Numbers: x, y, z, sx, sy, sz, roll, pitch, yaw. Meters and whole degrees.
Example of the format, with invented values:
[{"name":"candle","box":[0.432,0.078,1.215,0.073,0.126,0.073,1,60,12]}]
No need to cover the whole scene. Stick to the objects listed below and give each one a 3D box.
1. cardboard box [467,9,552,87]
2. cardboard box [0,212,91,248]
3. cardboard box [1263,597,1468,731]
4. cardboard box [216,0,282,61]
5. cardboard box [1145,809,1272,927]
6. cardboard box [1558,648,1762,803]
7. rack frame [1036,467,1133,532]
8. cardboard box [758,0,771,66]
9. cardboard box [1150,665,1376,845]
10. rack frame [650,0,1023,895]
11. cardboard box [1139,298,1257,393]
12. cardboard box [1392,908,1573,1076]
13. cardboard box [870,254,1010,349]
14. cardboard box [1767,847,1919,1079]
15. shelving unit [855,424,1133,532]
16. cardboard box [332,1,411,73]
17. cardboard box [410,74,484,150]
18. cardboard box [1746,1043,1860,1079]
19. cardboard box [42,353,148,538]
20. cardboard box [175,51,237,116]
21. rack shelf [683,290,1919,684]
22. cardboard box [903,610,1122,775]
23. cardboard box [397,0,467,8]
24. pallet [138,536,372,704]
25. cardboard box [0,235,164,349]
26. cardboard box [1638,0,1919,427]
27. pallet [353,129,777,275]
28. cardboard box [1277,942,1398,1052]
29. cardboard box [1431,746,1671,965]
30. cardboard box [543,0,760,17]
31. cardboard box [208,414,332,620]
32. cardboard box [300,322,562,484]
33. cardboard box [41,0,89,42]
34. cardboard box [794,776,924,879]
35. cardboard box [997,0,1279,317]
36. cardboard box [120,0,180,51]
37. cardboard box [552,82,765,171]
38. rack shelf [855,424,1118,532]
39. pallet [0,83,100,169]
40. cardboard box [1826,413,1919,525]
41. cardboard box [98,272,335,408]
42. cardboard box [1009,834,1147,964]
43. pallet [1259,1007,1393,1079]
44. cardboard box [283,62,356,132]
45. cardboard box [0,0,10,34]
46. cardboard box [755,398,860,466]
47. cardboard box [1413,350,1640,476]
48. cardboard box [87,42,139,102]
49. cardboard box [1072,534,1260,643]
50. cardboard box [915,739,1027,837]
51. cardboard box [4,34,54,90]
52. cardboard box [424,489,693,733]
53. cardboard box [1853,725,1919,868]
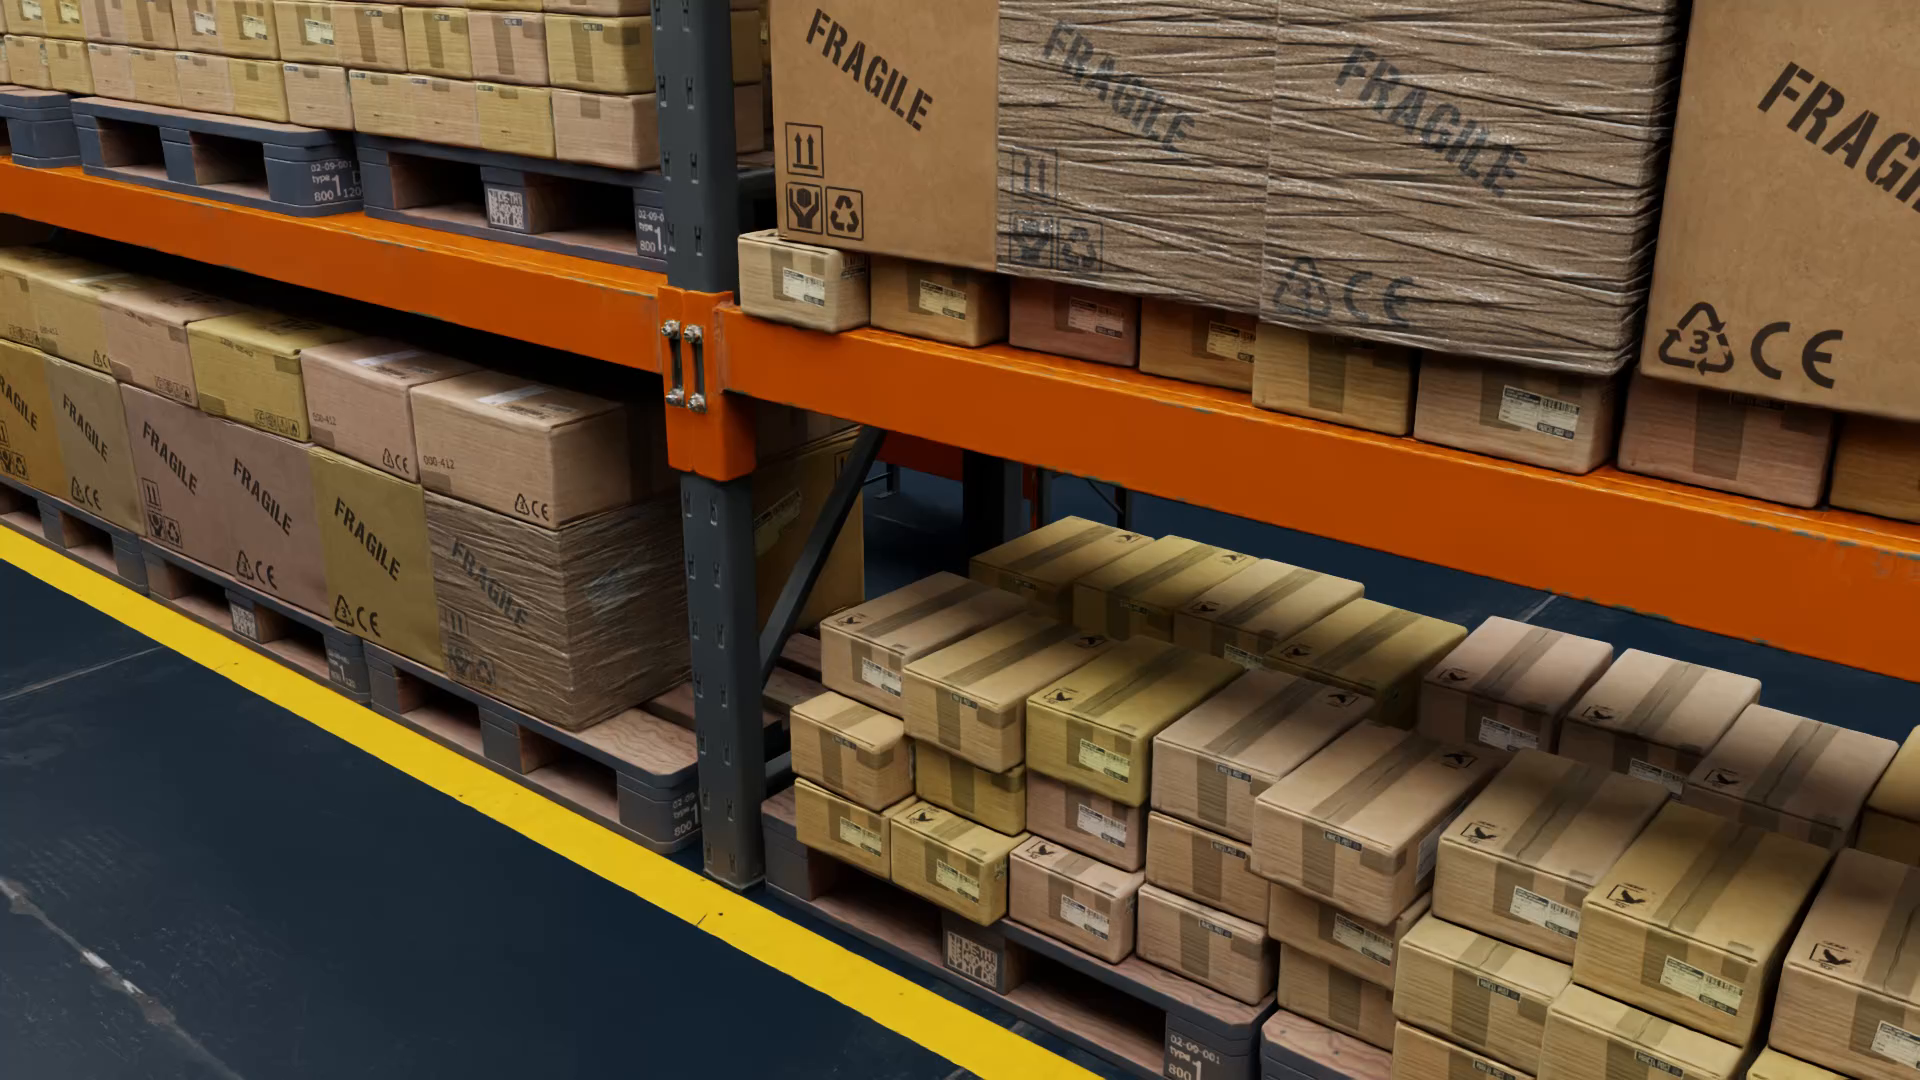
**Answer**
[{"name":"cardboard box","box":[-0.844,-1.092,3.653,0.250,0.149,0.380,16,26,37]},{"name":"cardboard box","box":[-3.719,-0.978,6.603,0.750,0.750,1.050,16,26,36]},{"name":"cardboard box","box":[0.807,0.265,3.315,0.250,0.149,0.380,17,27,38]},{"name":"cardboard box","box":[-1.662,-1.327,4.275,0.250,0.149,0.380,16,26,37]},{"name":"cardboard box","box":[0.545,0.523,3.053,0.250,0.149,0.380,15,25,34]},{"name":"cardboard box","box":[1.291,0.357,3.072,0.250,0.149,0.380,15,25,34]},{"name":"rack frame","box":[0.399,-0.411,5.165,0.032,1.125,0.500,16,26,36]},{"name":"cardboard box","box":[-0.422,-1.270,4.124,0.250,0.149,0.380,15,26,35]},{"name":"cardboard box","box":[0.550,0.384,3.000,0.250,0.149,0.380,15,25,35]},{"name":"rack frame","box":[-0.206,-0.781,3.488,0.127,3.000,1.000,16,26,36]},{"name":"cardboard box","box":[0.501,-0.366,2.744,0.250,0.149,0.380,15,25,34]},{"name":"cardboard box","box":[0.898,0.665,2.678,0.250,0.149,0.380,16,26,36]},{"name":"cardboard box","box":[0.054,-0.473,3.028,0.250,0.149,0.380,17,27,38]},{"name":"cardboard box","box":[1.346,0.618,2.380,0.250,0.149,0.380,15,25,35]},{"name":"shelving unit","box":[0.005,-0.525,5.466,1.048,1.125,0.538,16,26,36]},{"name":"cardboard box","box":[-1.249,-1.208,3.960,0.250,0.149,0.380,15,25,35]},{"name":"cardboard box","box":[-1.032,-1.008,3.852,0.250,0.149,0.380,16,26,36]},{"name":"cardboard box","box":[1.304,0.780,2.371,0.250,0.149,0.380,18,27,39]},{"name":"cardboard box","box":[-2.526,-0.361,5.323,0.500,0.500,0.500,16,26,37]},{"name":"cardboard box","box":[-1.856,-1.244,4.476,0.250,0.149,0.380,15,25,35]},{"name":"rack shelf","box":[1.344,0.002,2.432,4.000,0.370,1.077,16,26,36]},{"name":"cardboard box","box":[0.106,0.289,3.252,0.250,0.149,0.380,18,27,39]},{"name":"cardboard box","box":[-1.048,-1.292,3.762,0.250,0.149,0.380,15,25,35]},{"name":"pallet","box":[-1.759,0.078,5.161,1.213,0.211,1.003,16,26,36]},{"name":"cardboard box","box":[-2.923,-0.831,5.506,0.500,0.250,0.500,15,25,34]},{"name":"cardboard box","box":[1.208,-0.445,2.034,0.500,0.500,0.500,18,27,39]},{"name":"pallet","box":[-0.706,-0.901,4.079,1.213,0.211,1.003,16,26,36]},{"name":"cardboard box","box":[0.764,0.720,2.954,0.250,0.149,0.380,15,25,34]},{"name":"cardboard box","box":[0.959,0.502,2.689,0.250,0.149,0.380,15,25,34]},{"name":"cardboard box","box":[-0.640,-1.174,3.449,0.250,0.149,0.380,18,27,39]},{"name":"cardboard box","box":[-1.730,-0.134,4.720,0.500,0.500,0.500,15,26,35]},{"name":"cardboard box","box":[-1.332,-0.374,4.294,0.500,0.250,0.500,18,27,39]},{"name":"cardboard box","box":[-2.441,-1.554,4.877,0.250,0.149,0.380,16,26,37]},{"name":"cardboard box","box":[-0.127,0.526,3.468,0.250,0.149,0.380,15,25,34]},{"name":"cardboard box","box":[0.407,-0.679,2.654,0.500,0.500,0.500,16,26,36]},{"name":"cardboard box","box":[-2.058,-1.442,4.580,0.250,0.149,0.380,16,26,36]},{"name":"cardboard box","box":[-0.638,-0.894,3.549,0.250,0.149,0.380,15,26,35]},{"name":"rack shelf","box":[0.005,-0.296,5.552,1.000,0.278,0.538,16,26,36]},{"name":"pallet","box":[-2.685,-1.454,5.544,1.003,0.211,1.213,16,26,36]},{"name":"cardboard box","box":[1.304,-0.133,2.125,0.250,0.149,0.380,17,26,37]},{"name":"cardboard box","box":[-2.155,-0.604,4.903,0.500,0.250,0.500,16,26,37]},{"name":"cardboard box","box":[0.305,0.626,3.202,0.250,0.149,0.380,16,26,36]},{"name":"pallet","box":[1.286,0.936,2.887,1.213,0.211,1.003,16,26,36]},{"name":"cardboard box","box":[-1.445,-1.125,4.161,0.250,0.149,0.380,15,25,34]},{"name":"cardboard box","box":[-2.846,-1.669,5.182,0.250,0.149,0.380,18,27,39]},{"name":"cardboard box","box":[-0.611,-0.396,4.351,0.500,0.250,0.500,15,25,34]},{"name":"cardboard box","box":[0.858,-0.230,2.383,0.250,0.149,0.380,17,27,39]},{"name":"cardboard box","box":[-2.251,-1.359,4.781,0.250,0.149,0.380,17,27,38]},{"name":"cardboard box","box":[0.458,0.133,3.668,0.250,0.149,0.380,16,26,37]},{"name":"cardboard box","box":[0.126,0.418,3.333,0.250,0.149,0.380,16,26,37]},{"name":"cardboard box","box":[-2.668,-1.477,5.095,0.250,0.149,0.380,18,27,39]},{"name":"cardboard box","box":[-0.938,0.096,4.110,0.500,0.500,0.500,15,26,35]},{"name":"cardboard box","box":[1.670,0.473,2.766,0.250,0.149,0.380,17,26,37]}]
